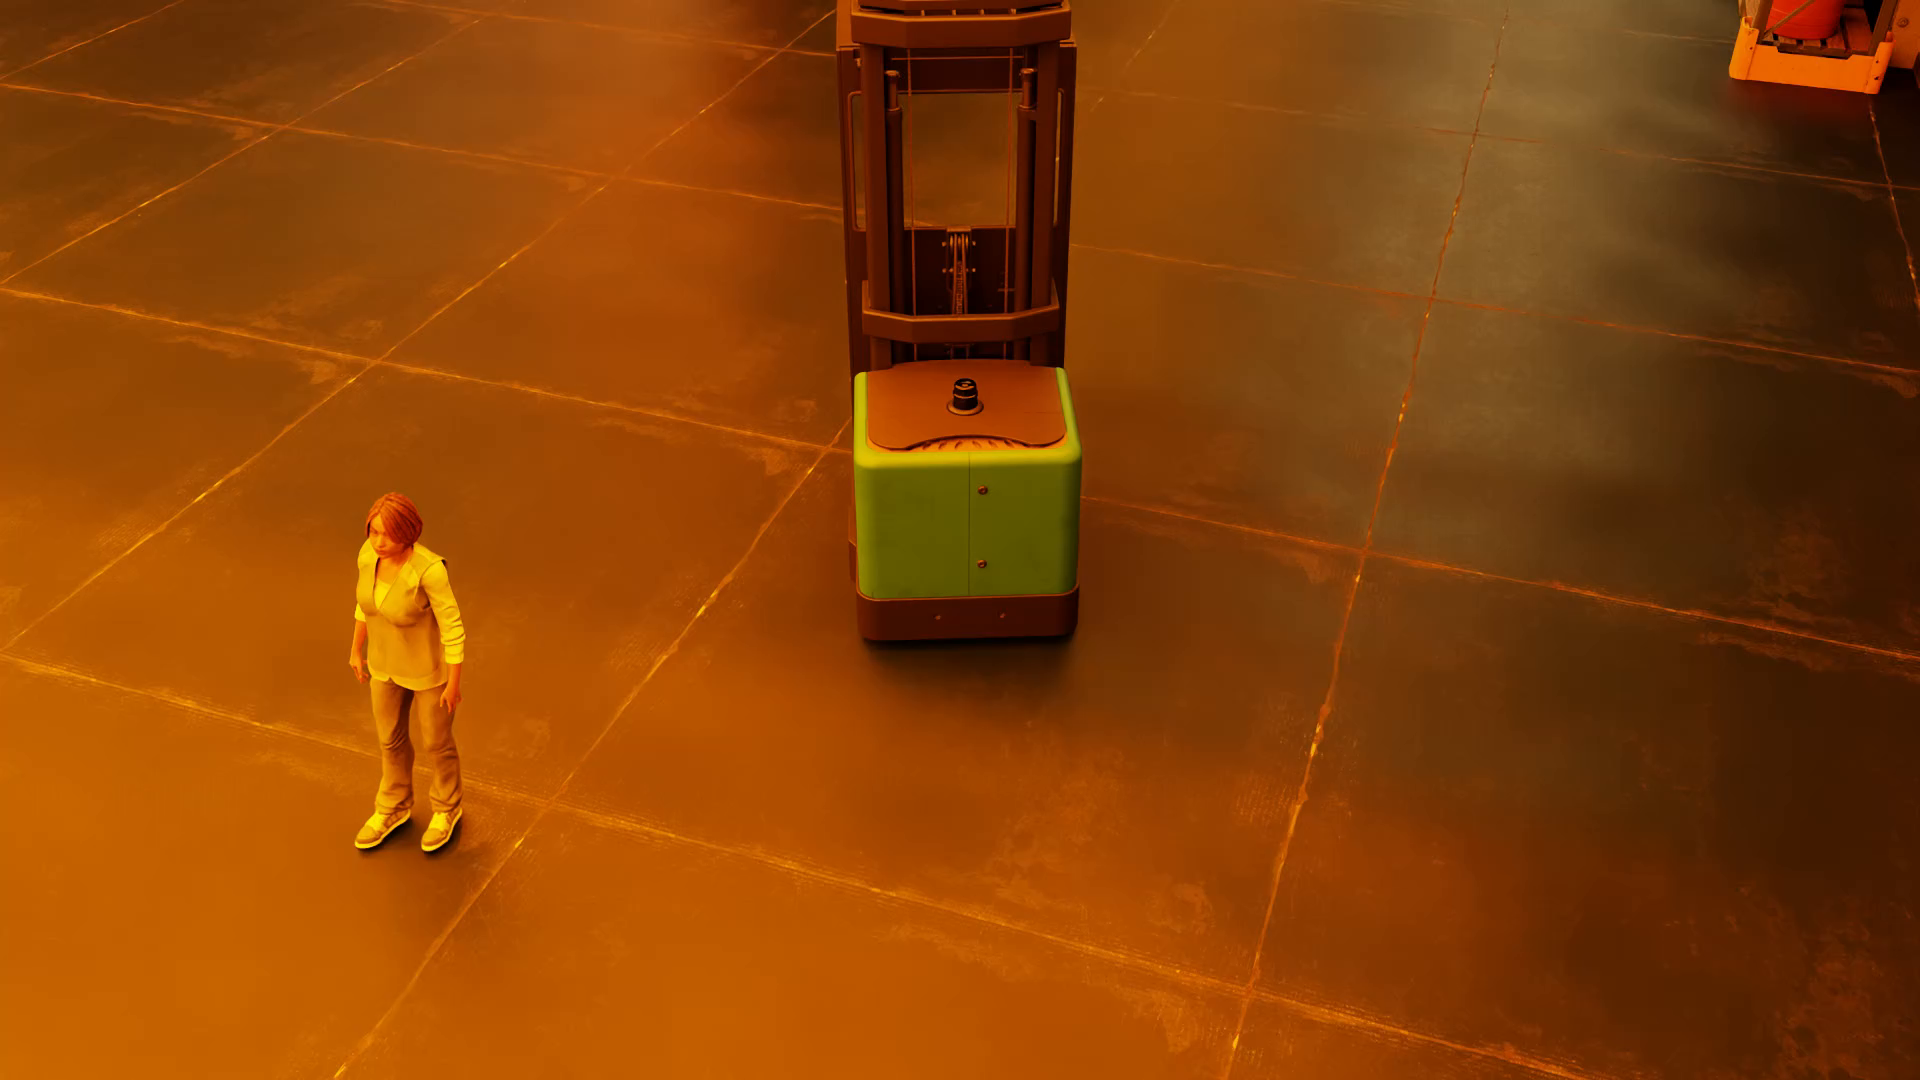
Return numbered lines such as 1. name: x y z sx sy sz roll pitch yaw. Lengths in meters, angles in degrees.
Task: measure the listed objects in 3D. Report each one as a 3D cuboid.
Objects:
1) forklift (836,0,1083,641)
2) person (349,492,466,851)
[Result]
1. forklift: -0.029 -1.547 8.293 1.130 2.935 3.031 -2 35 -2
2. person: -2.181 0.552 6.477 0.515 1.600 0.470 13 38 18
